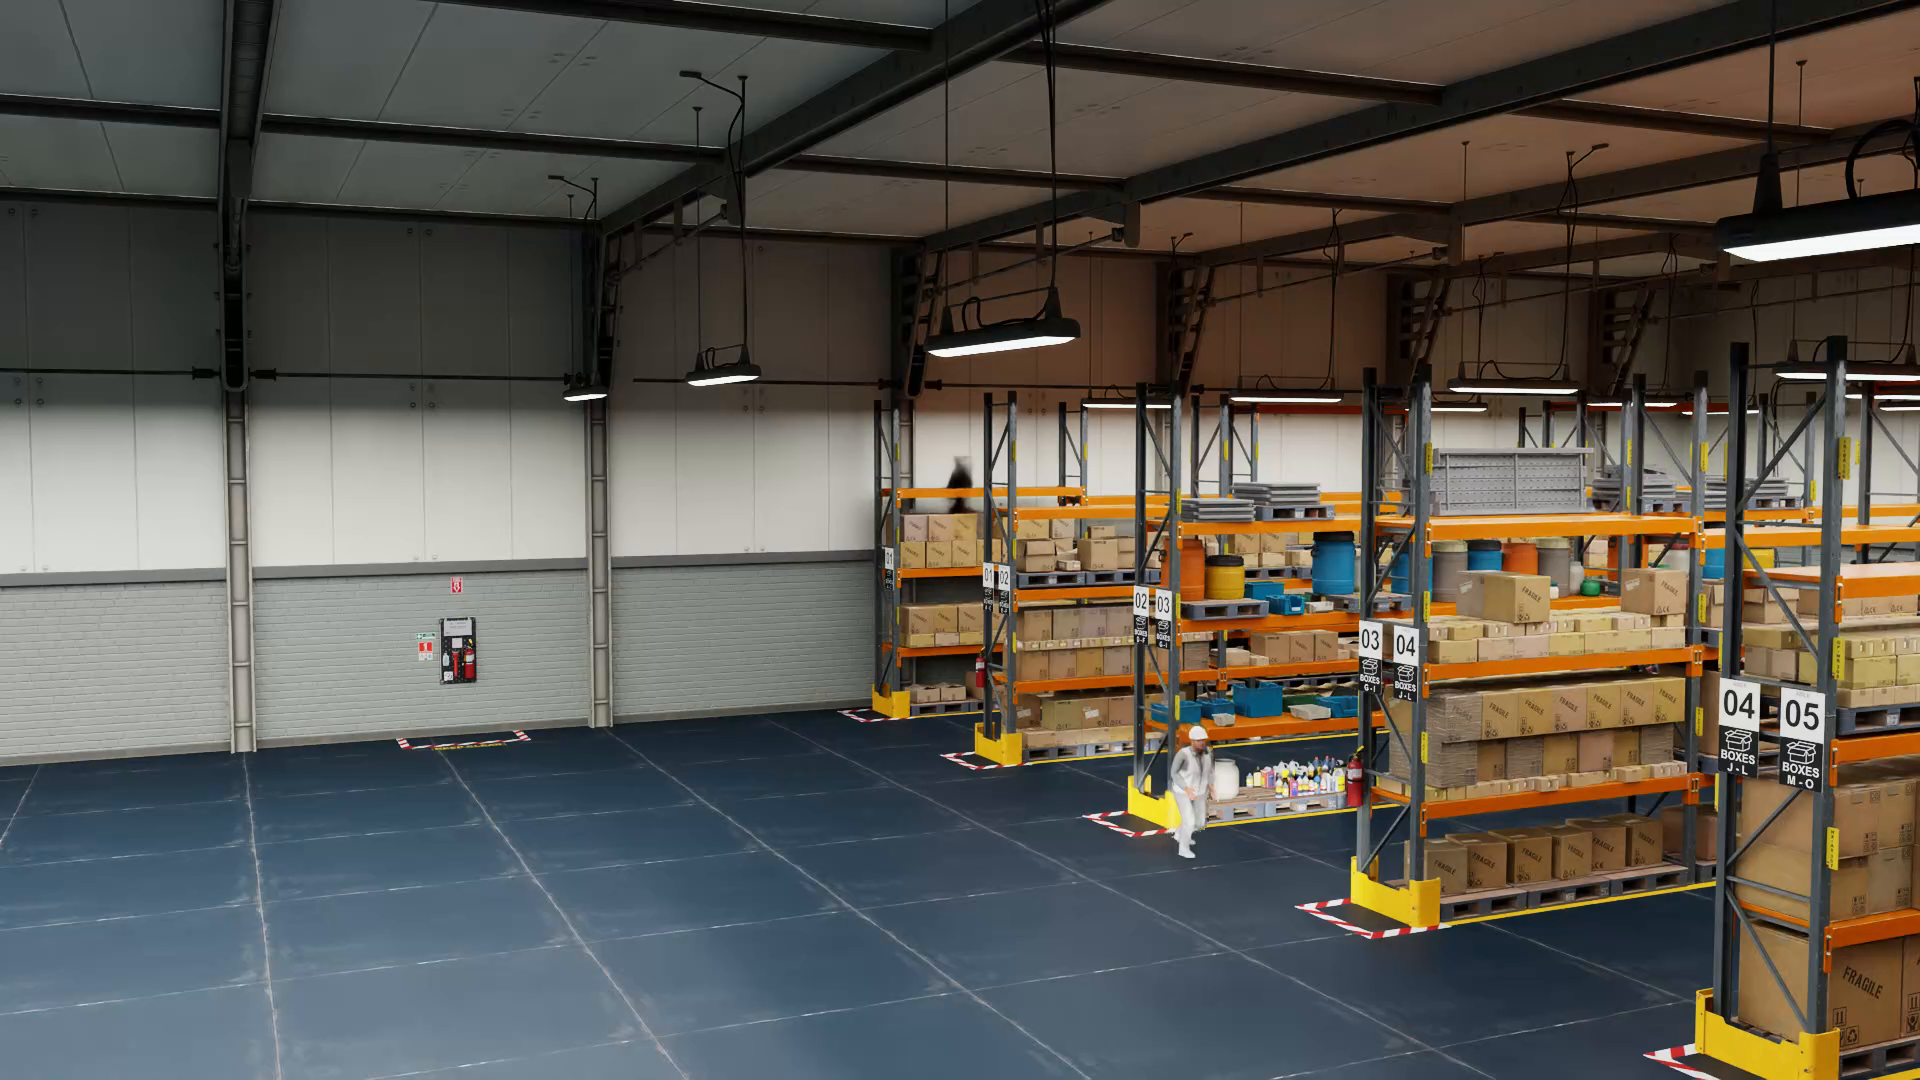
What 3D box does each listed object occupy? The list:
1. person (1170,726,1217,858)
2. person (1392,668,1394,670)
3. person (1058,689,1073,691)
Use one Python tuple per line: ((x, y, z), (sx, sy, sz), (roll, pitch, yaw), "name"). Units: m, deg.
((2.853, 3.118, 20.743), (0.644, 1.681, 0.834), (-2, 4, -29), "person")
((7.659, 2.748, 28.221), (0.959, 1.632, 0.661), (-2, 4, -37), "person")
((1.986, 2.490, 30.712), (0.849, 1.836, 0.666), (-2, 4, -35), "person")
